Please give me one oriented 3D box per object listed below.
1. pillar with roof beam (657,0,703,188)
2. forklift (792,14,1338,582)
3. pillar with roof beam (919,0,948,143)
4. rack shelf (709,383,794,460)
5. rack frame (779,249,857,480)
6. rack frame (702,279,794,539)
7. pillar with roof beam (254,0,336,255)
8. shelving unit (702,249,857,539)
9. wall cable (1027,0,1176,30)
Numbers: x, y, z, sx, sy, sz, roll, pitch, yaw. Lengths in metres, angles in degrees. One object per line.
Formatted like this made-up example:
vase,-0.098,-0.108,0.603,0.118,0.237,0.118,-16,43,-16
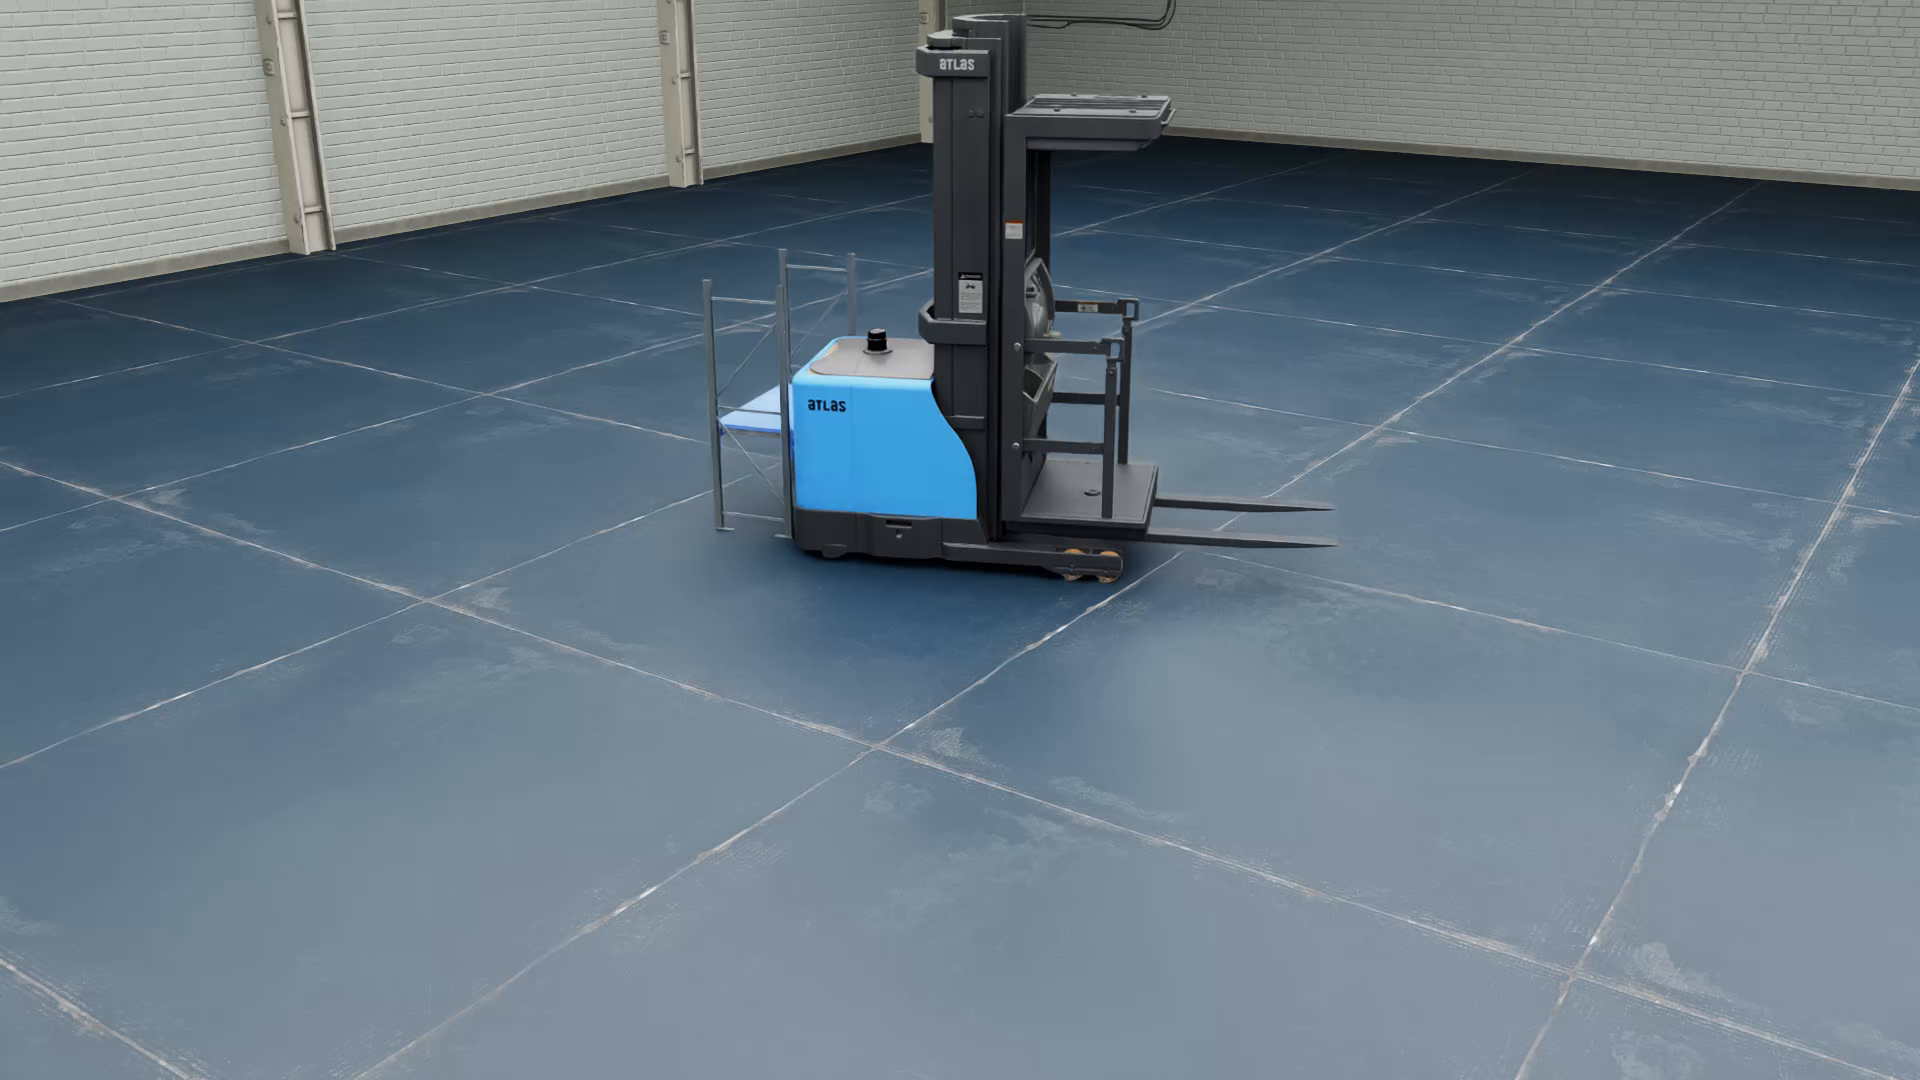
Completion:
pillar with roof beam,-0.248,-8.314,19.271,9.100,9.000,0.400,13,24,32
forklift,0.626,-1.344,9.174,3.031,2.935,1.130,4,21,10
pillar with roof beam,3.125,-10.036,23.926,9.100,9.000,0.400,13,24,32
rack shelf,-1.052,-0.742,10.126,0.538,0.185,1.000,7,21,18
rack frame,-0.883,-1.077,10.514,0.500,1.500,0.032,7,21,18
rack frame,-1.220,-0.744,9.614,0.500,1.500,0.032,7,21,18
pillar with roof beam,-3.621,-6.593,14.617,9.100,9.000,0.400,13,24,32
shelving unit,-1.052,-0.910,10.064,0.538,1.500,1.048,7,21,18
wall cable,2.314,-10.007,28.322,3.097,2.526,0.112,13,24,32
